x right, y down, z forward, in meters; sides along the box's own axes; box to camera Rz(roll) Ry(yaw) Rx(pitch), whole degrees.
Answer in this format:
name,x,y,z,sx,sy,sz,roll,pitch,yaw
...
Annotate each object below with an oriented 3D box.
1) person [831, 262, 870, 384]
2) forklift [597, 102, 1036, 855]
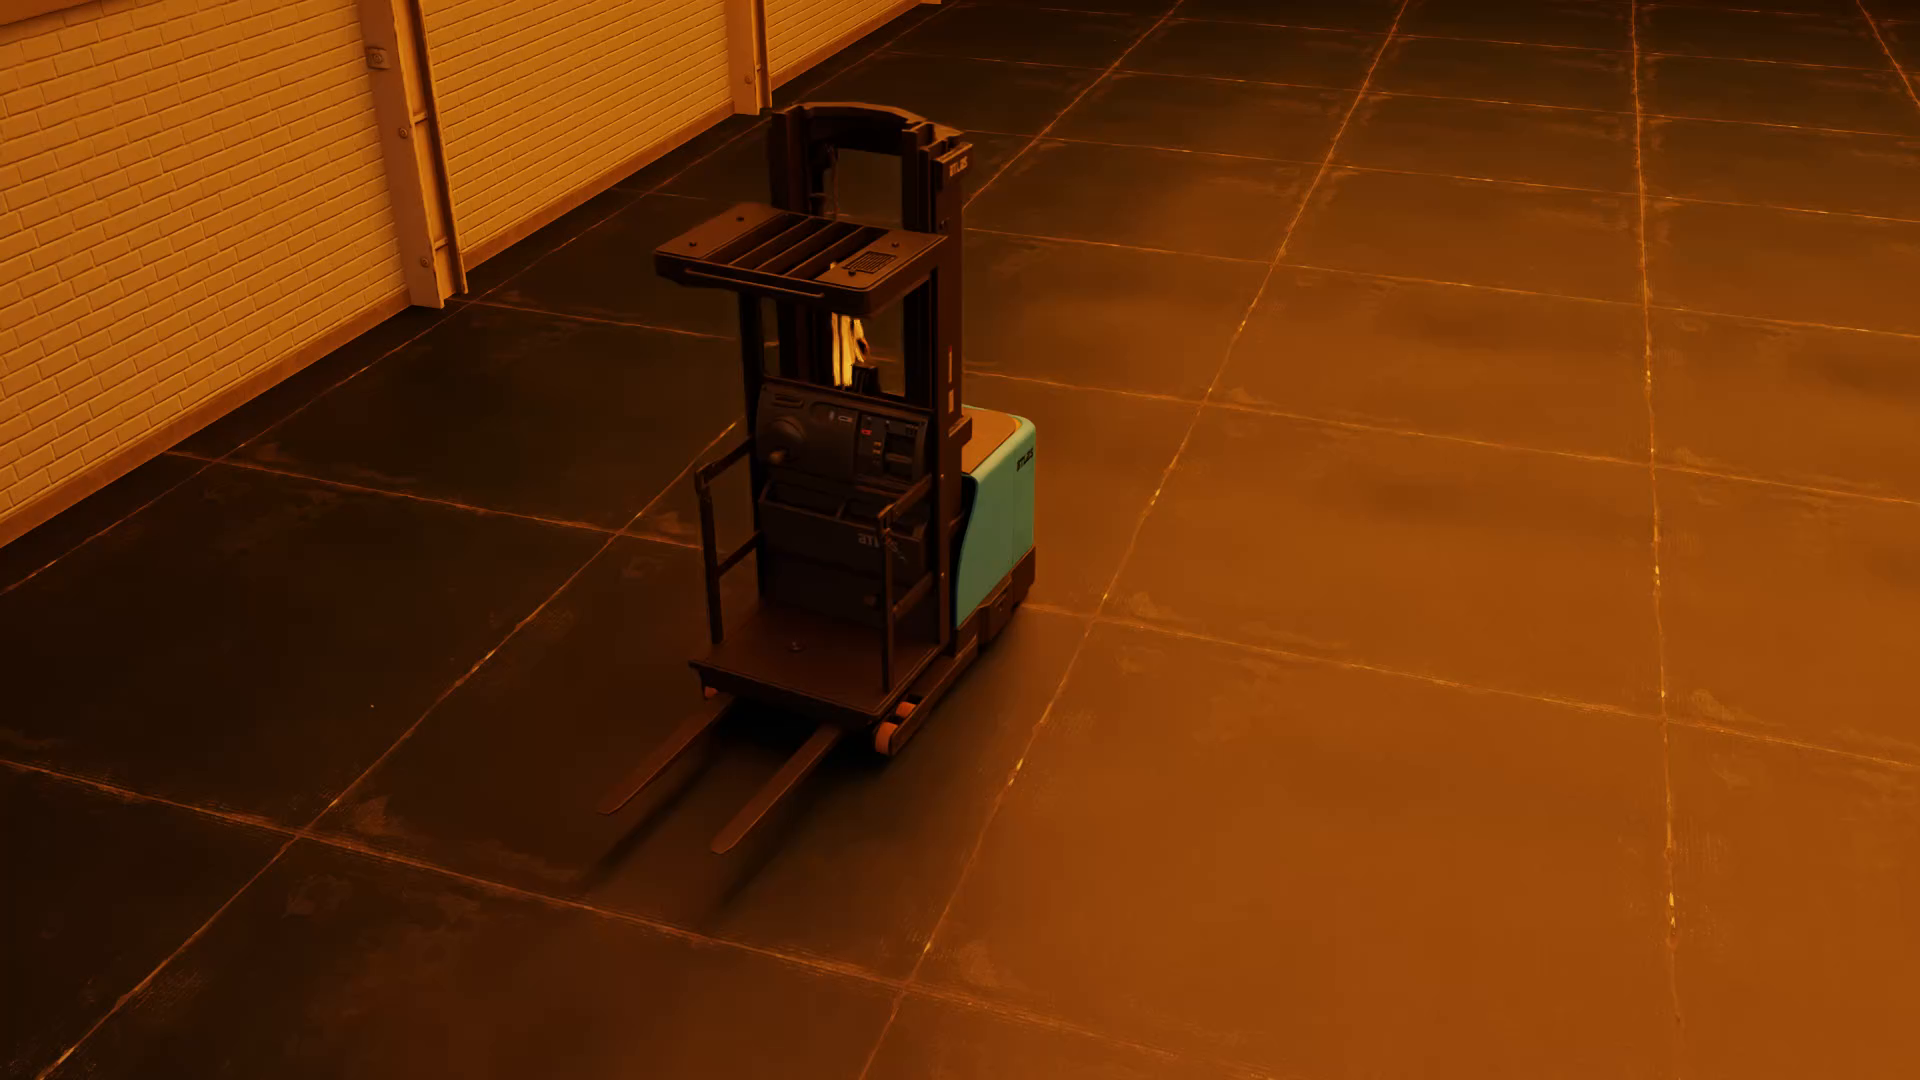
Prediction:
name,x,y,z,sx,sy,sz,roll,pitch,yaw
person,-0.752,-1.093,10.247,0.436,1.750,0.864,6,30,10
forklift,-0.673,-0.455,7.934,1.130,2.935,3.031,14,32,23
